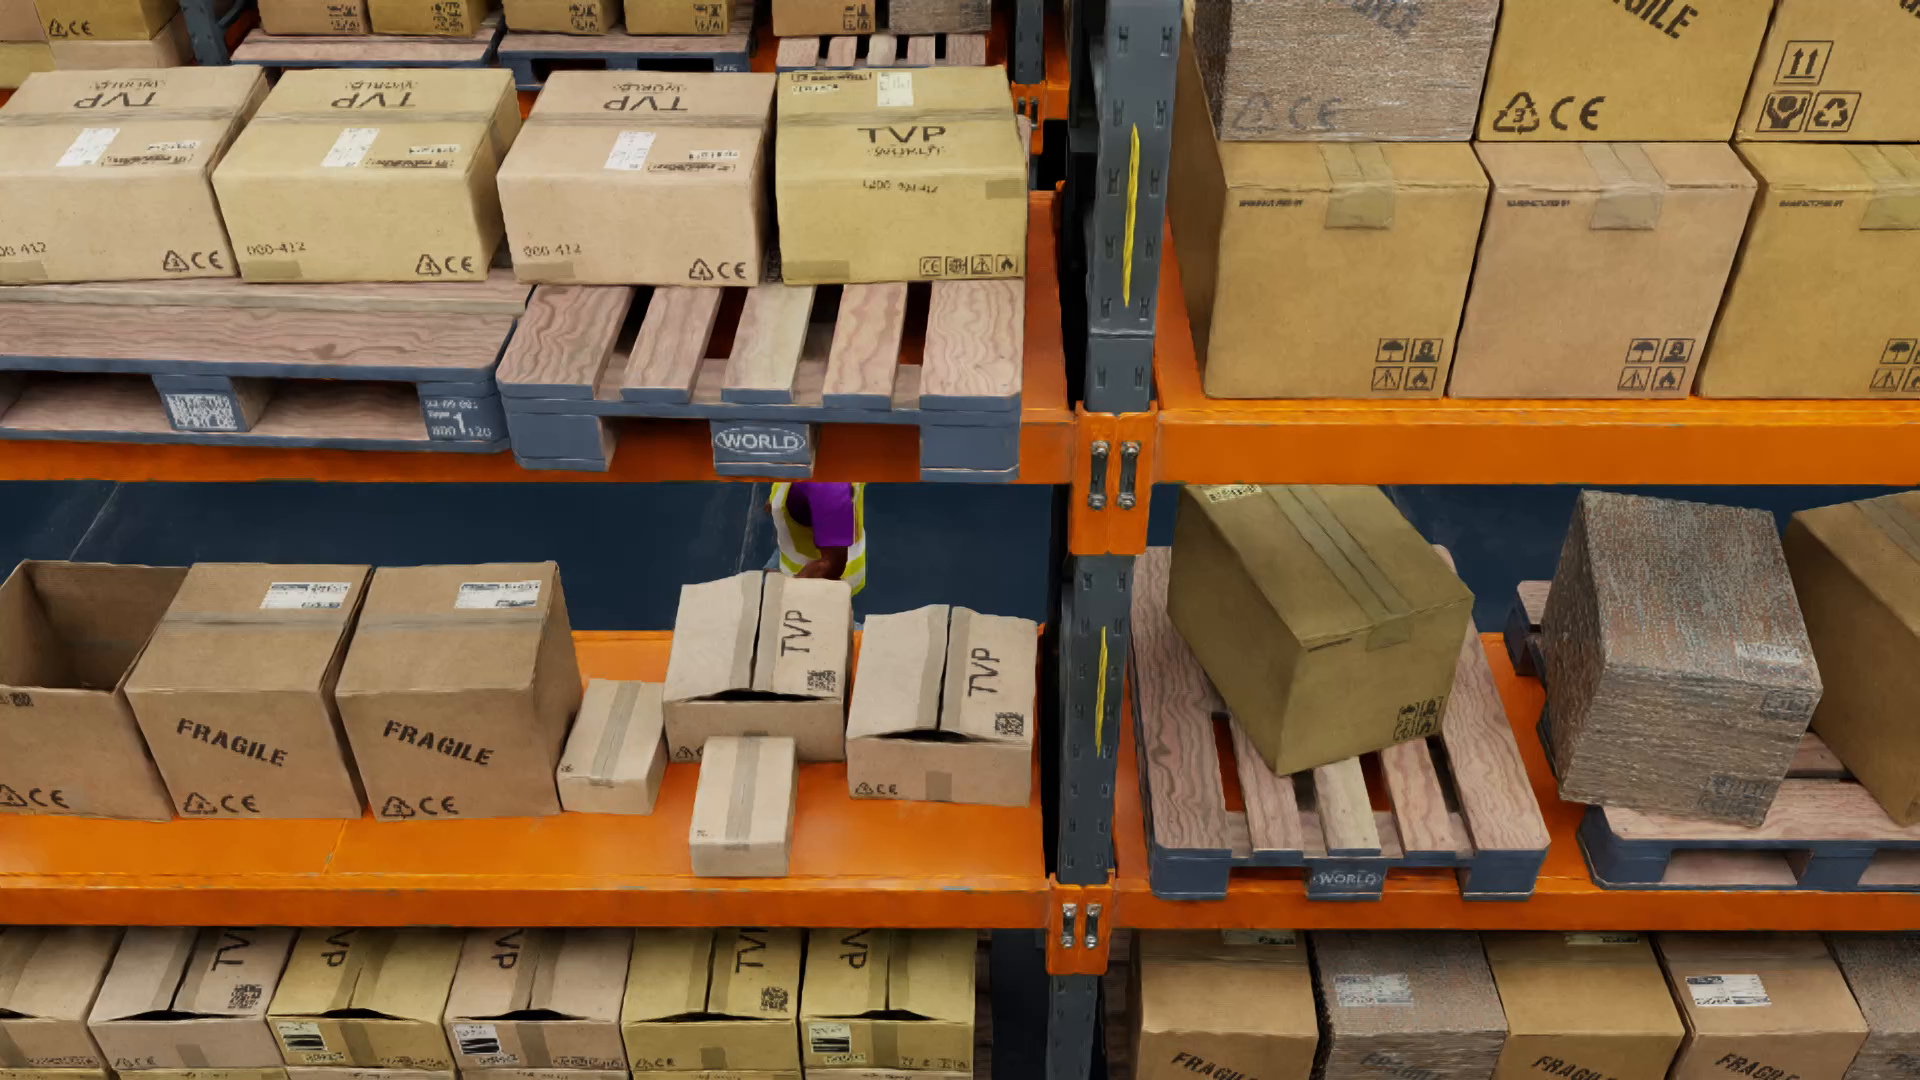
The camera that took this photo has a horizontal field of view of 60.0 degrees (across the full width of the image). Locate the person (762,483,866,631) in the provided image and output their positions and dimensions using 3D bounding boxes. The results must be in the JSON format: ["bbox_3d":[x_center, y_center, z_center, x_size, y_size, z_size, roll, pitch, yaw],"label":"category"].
[{"bbox_3d":[-0.551,0.094,6.051,0.488,1.729,0.779,-2,39,-3],"label":"person"}]
